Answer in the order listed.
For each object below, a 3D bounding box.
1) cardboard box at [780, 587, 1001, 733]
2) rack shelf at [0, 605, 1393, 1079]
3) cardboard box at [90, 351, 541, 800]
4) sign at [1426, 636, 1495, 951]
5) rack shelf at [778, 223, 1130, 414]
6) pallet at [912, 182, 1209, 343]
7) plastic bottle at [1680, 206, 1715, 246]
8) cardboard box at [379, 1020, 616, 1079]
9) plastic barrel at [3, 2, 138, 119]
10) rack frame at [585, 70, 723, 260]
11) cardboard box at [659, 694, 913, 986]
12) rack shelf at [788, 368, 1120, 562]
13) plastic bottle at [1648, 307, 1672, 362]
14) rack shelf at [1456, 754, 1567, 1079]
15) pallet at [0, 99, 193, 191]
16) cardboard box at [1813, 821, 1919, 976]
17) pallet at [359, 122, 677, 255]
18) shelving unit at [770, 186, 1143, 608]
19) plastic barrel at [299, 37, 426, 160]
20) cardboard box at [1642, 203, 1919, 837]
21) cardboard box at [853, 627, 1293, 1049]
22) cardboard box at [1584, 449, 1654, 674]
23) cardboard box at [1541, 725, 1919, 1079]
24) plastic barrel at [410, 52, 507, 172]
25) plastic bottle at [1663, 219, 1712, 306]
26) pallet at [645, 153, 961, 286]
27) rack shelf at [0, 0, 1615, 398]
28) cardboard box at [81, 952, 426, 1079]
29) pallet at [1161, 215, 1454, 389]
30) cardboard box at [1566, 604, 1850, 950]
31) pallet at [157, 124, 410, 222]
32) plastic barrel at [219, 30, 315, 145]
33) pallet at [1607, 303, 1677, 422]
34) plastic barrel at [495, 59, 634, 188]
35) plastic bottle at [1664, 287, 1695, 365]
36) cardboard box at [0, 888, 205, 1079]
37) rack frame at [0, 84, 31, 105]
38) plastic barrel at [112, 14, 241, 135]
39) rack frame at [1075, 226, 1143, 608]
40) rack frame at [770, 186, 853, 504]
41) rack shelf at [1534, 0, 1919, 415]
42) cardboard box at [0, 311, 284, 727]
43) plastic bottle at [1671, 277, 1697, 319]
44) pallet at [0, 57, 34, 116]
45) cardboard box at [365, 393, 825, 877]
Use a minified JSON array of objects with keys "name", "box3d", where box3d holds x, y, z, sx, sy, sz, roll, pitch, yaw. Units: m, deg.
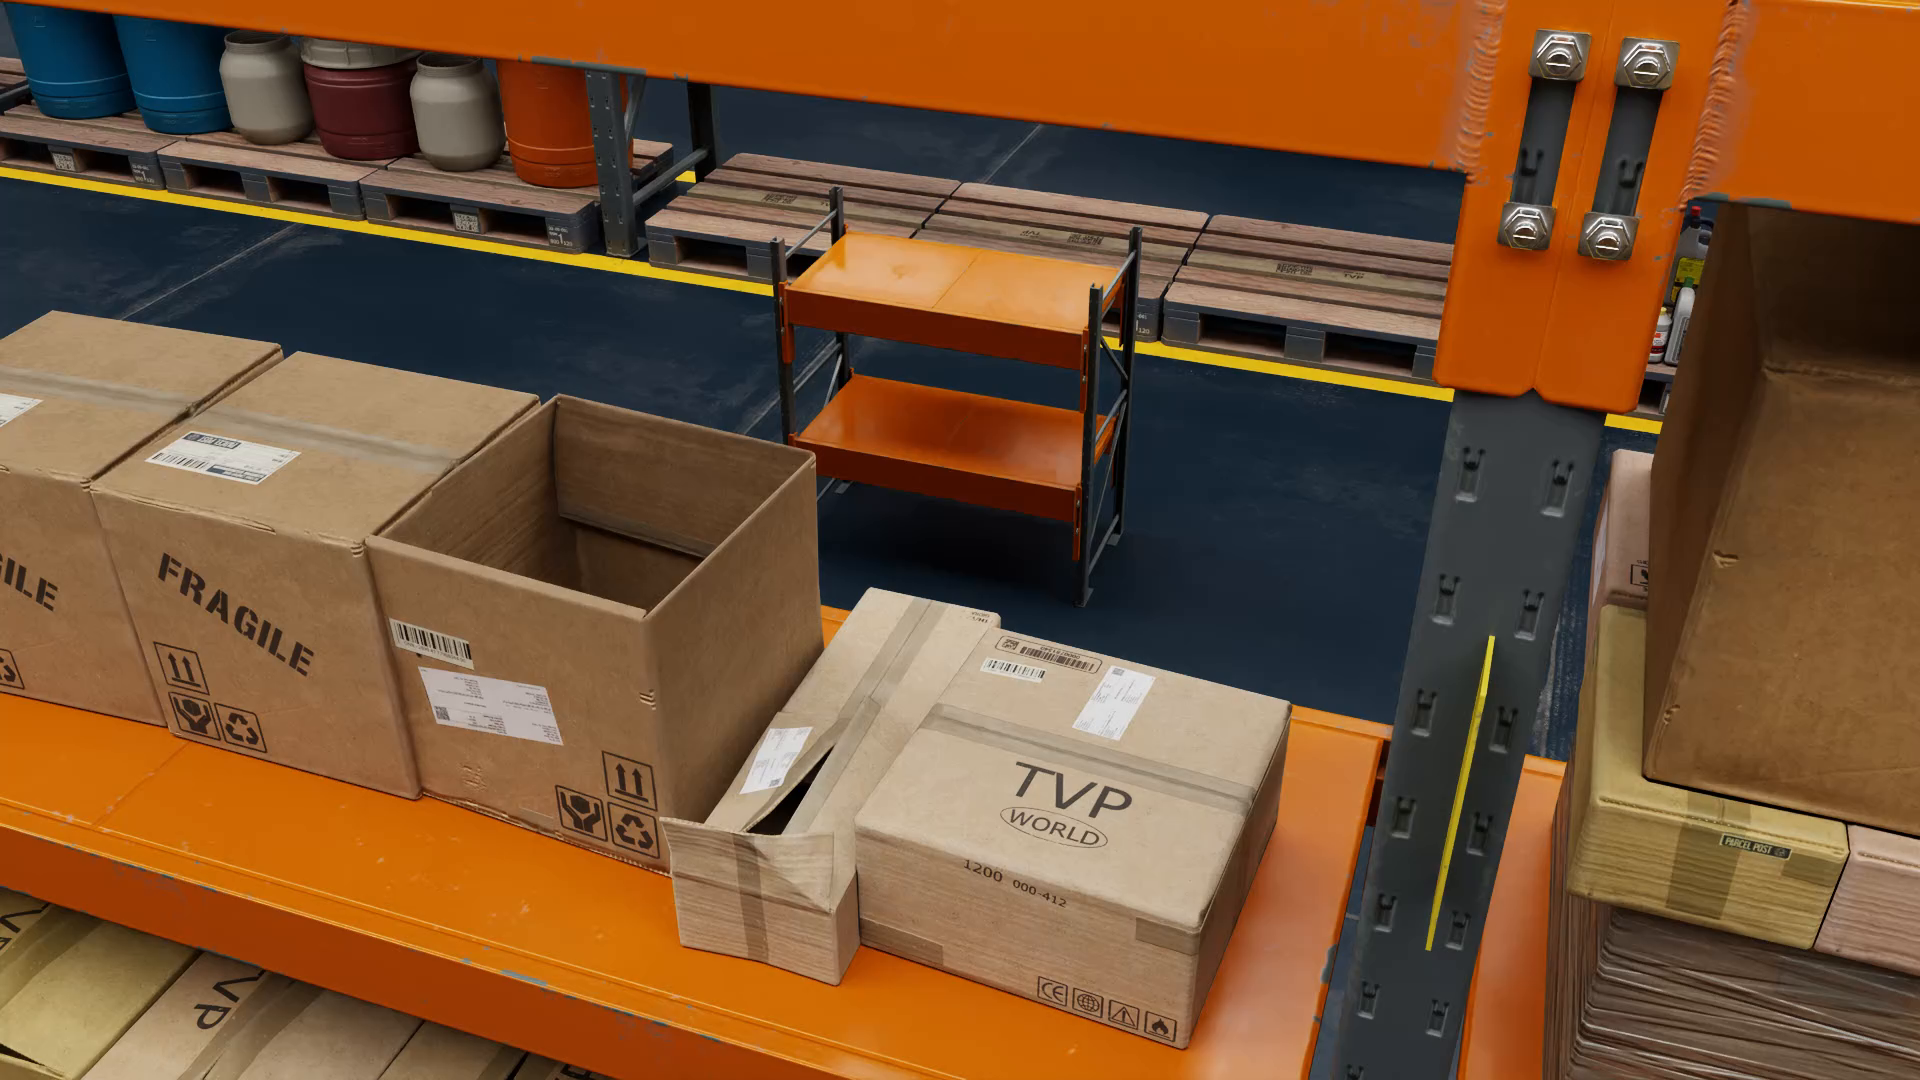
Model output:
[{"name":"cardboard box","box3d":[-0.109,0.262,2.811,0.250,0.149,0.380,11,34,16]},{"name":"rack shelf","box3d":[-1.227,0.359,3.092,4.000,0.370,1.077,11,34,16]},{"name":"cardboard box","box3d":[-1.029,0.044,2.825,0.500,0.500,0.500,11,34,17]},{"name":"sign","box3d":[0.482,0.248,1.606,0.005,0.325,0.100,11,34,16]},{"name":"rack shelf","box3d":[-0.006,-0.720,5.288,1.000,0.278,0.538,11,34,16]},{"name":"pallet","box3d":[0.426,-1.281,7.539,1.213,0.211,1.003,11,34,16]},{"name":"plastic bottle","box3d":[3.034,-1.207,6.891,0.185,0.351,0.144,10,34,15]},{"name":"cardboard box","box3d":[-0.783,1.053,2.984,0.500,0.311,0.500,11,34,16]},{"name":"plastic barrel","box3d":[-4.694,-2.757,8.801,0.708,0.901,0.600,11,34,16]},{"name":"rack frame","box3d":[-1.435,-2.838,7.380,0.127,3.000,1.000,11,34,16]},{"name":"cardboard box","box3d":[-0.234,0.412,2.471,0.258,0.266,0.396,10,34,15]},{"name":"rack shelf","box3d":[-0.006,-0.268,5.579,1.000,0.278,0.538,11,34,16]},{"name":"plastic bottle","box3d":[2.674,-0.796,6.392,0.097,0.201,0.097,0,33,0]},{"name":"rack shelf","box3d":[2.539,1.091,1.958,4.000,0.370,1.077,11,34,16]},{"name":"pallet","box3d":[-4.488,-2.236,9.019,1.213,0.211,1.003,11,34,16]},{"name":"cardboard box","box3d":[1.080,0.302,1.827,0.250,0.149,0.380,12,35,17]},{"name":"pallet","box3d":[-2.191,-1.790,8.327,1.213,0.211,1.003,11,34,16]},{"name":"shelving unit","box3d":[-0.006,-0.474,5.447,1.048,1.125,0.538,11,34,16]},{"name":"plastic barrel","box3d":[-2.964,-2.289,8.366,0.708,0.588,0.600,11,34,16]},{"name":"cardboard box","box3d":[1.076,-0.087,1.830,0.500,0.500,0.700,11,34,17]},{"name":"cardboard box","box3d":[0.178,0.418,2.476,0.500,0.250,0.500,13,35,19]},{"name":"cardboard box","box3d":[0.984,0.048,2.219,0.250,0.149,0.380,11,34,16]},{"name":"cardboard box","box3d":[1.076,0.459,2.182,0.500,0.500,0.700,10,34,15]},{"name":"plastic barrel","box3d":[-2.463,-2.108,8.156,0.421,0.512,0.421,0,33,0]},{"name":"plastic bottle","box3d":[2.985,-1.134,6.777,0.185,0.351,0.144,11,34,16]},{"name":"pallet","box3d":[-0.719,-1.505,7.886,1.213,0.211,1.003,11,34,16]},{"name":"rack shelf","box3d":[-1.227,-0.901,2.279,4.000,0.370,1.077,11,34,16]},{"name":"cardboard box","box3d":[-1.255,0.960,3.129,0.500,0.311,0.500,11,34,16]},{"name":"pallet","box3d":[1.578,-1.058,7.195,1.213,0.211,1.003,11,34,16]},{"name":"cardboard box","box3d":[0.844,0.256,1.898,0.250,0.149,0.380,11,34,16]},{"name":"pallet","box3d":[-3.336,-2.014,8.674,1.213,0.211,1.003,11,34,16]},{"name":"plastic barrel","box3d":[-3.526,-2.314,8.476,0.421,0.512,0.421,0,33,0]},{"name":"pallet","box3d":[2.949,-0.790,6.780,1.213,0.211,1.003,11,34,16]},{"name":"plastic barrel","box3d":[-1.901,-2.184,7.980,0.708,0.830,0.600,11,34,16]},{"name":"plastic bottle","box3d":[2.796,-0.819,6.359,0.135,0.276,0.152,12,35,18]},{"name":"cardboard box","box3d":[-1.739,0.866,3.274,0.500,0.311,0.500,10,34,15]},{"name":"rack frame","box3d":[-5.200,-3.570,8.514,0.127,3.000,1.000,11,34,16]},{"name":"plastic barrel","box3d":[-4.027,-2.627,8.601,0.708,0.901,0.600,11,34,16]},{"name":"rack frame","box3d":[0.472,-0.381,5.303,0.032,1.125,0.500,11,34,16]},{"name":"rack frame","box3d":[-0.485,-0.567,5.591,0.032,1.125,0.500,11,34,16]},{"name":"rack shelf","box3d":[2.539,-0.169,1.145,4.000,0.370,1.077,11,34,16]},{"name":"cardboard box","box3d":[-1.524,-0.053,2.974,0.500,0.500,0.500,9,34,14]},{"name":"plastic bottle","box3d":[2.832,-0.877,6.441,0.133,0.283,0.061,11,34,16]},{"name":"pallet","box3d":[-5.906,-2.513,9.448,1.213,0.211,1.003,11,34,16]},{"name":"cardboard box","box3d":[-0.557,0.135,2.683,0.500,0.500,0.500,14,35,20]}]
